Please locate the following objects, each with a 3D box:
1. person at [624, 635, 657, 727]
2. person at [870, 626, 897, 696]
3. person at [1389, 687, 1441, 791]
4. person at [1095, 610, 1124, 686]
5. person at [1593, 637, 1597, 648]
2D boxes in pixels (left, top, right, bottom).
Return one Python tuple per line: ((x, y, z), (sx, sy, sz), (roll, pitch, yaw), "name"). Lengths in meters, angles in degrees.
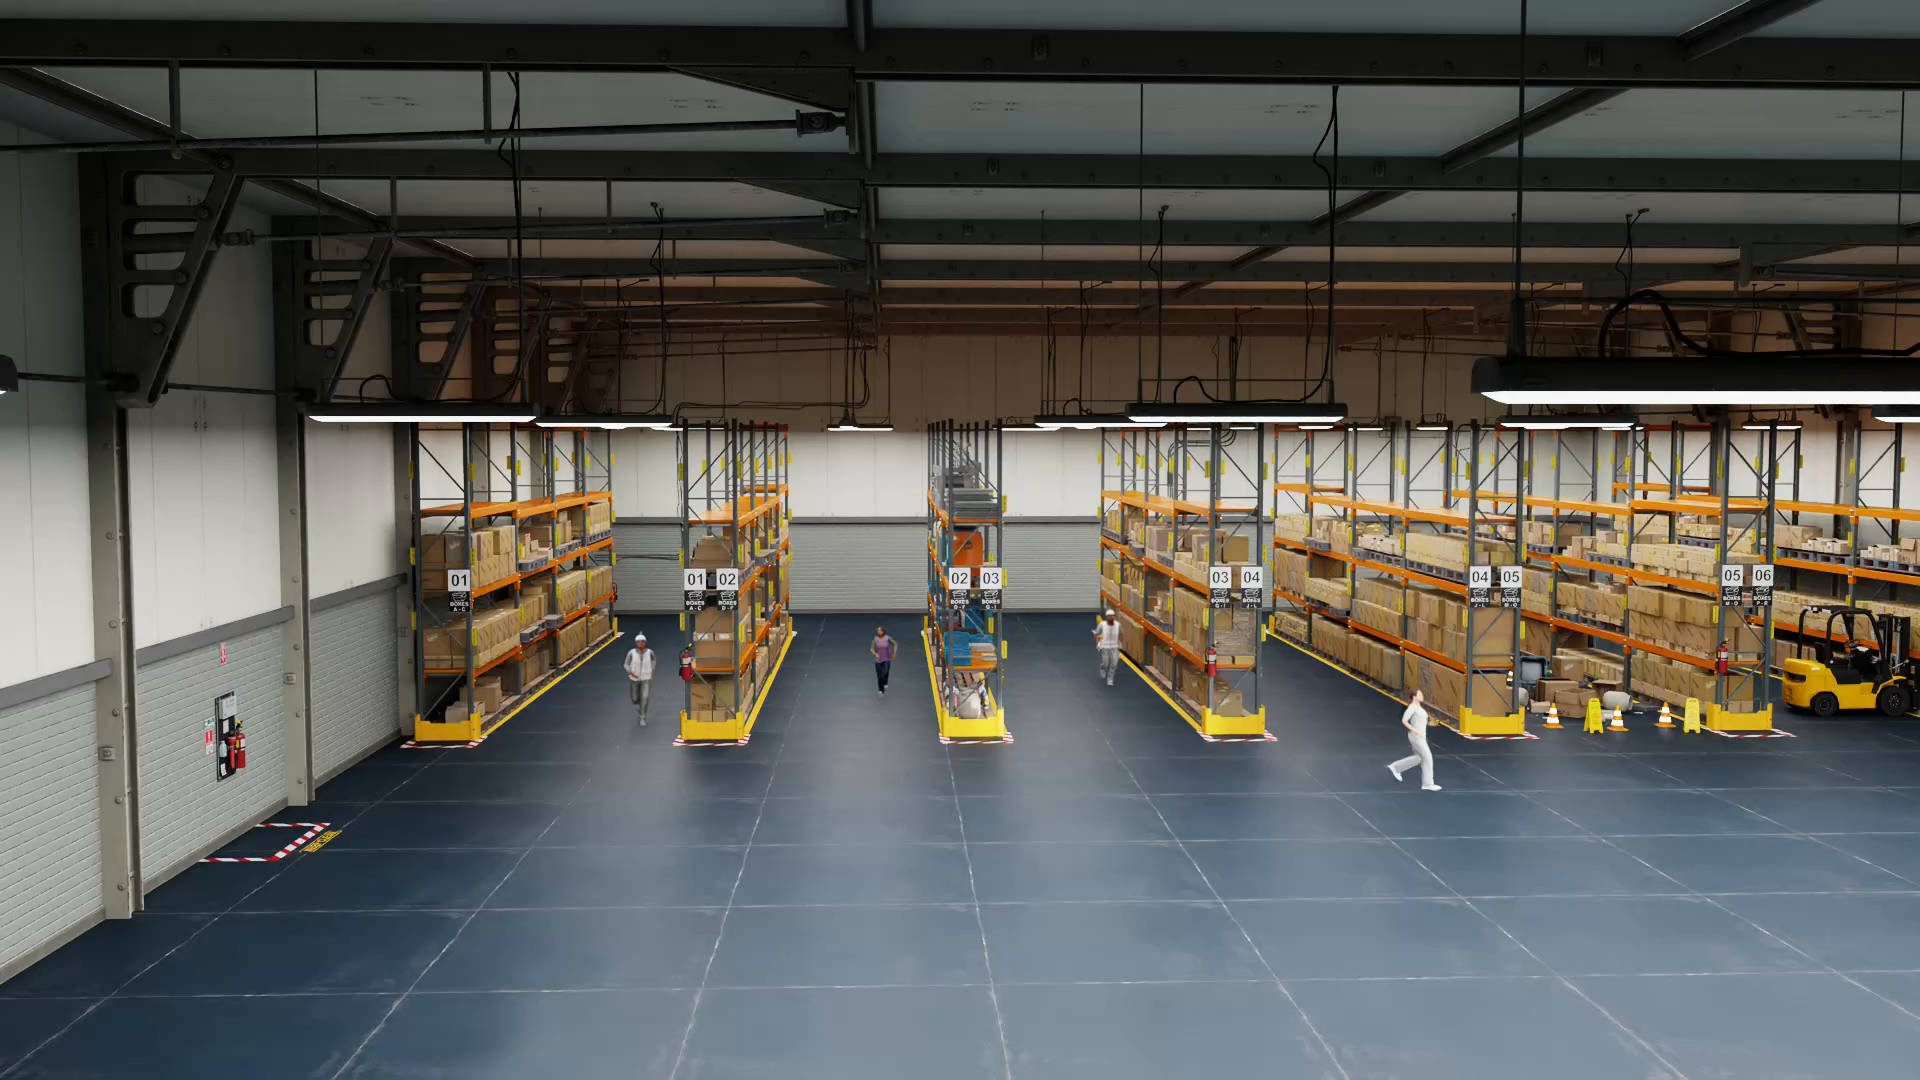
((-6.337, 2.757, 32.963), (0.635, 1.766, 1.074), (0, 4, -7), "person")
((-1.662, 2.636, 36.023), (0.565, 1.556, 0.702), (0, 4, 4), "person")
((7.317, 3.184, 26.744), (0.859, 1.640, 0.577), (2, 4, 27), "person")
((3.401, 2.438, 37.871), (0.668, 1.728, 0.639), (0, 4, -7), "person")
((16.440, 2.037, 43.341), (0.699, 1.756, 0.988), (0, 4, -4), "person")
